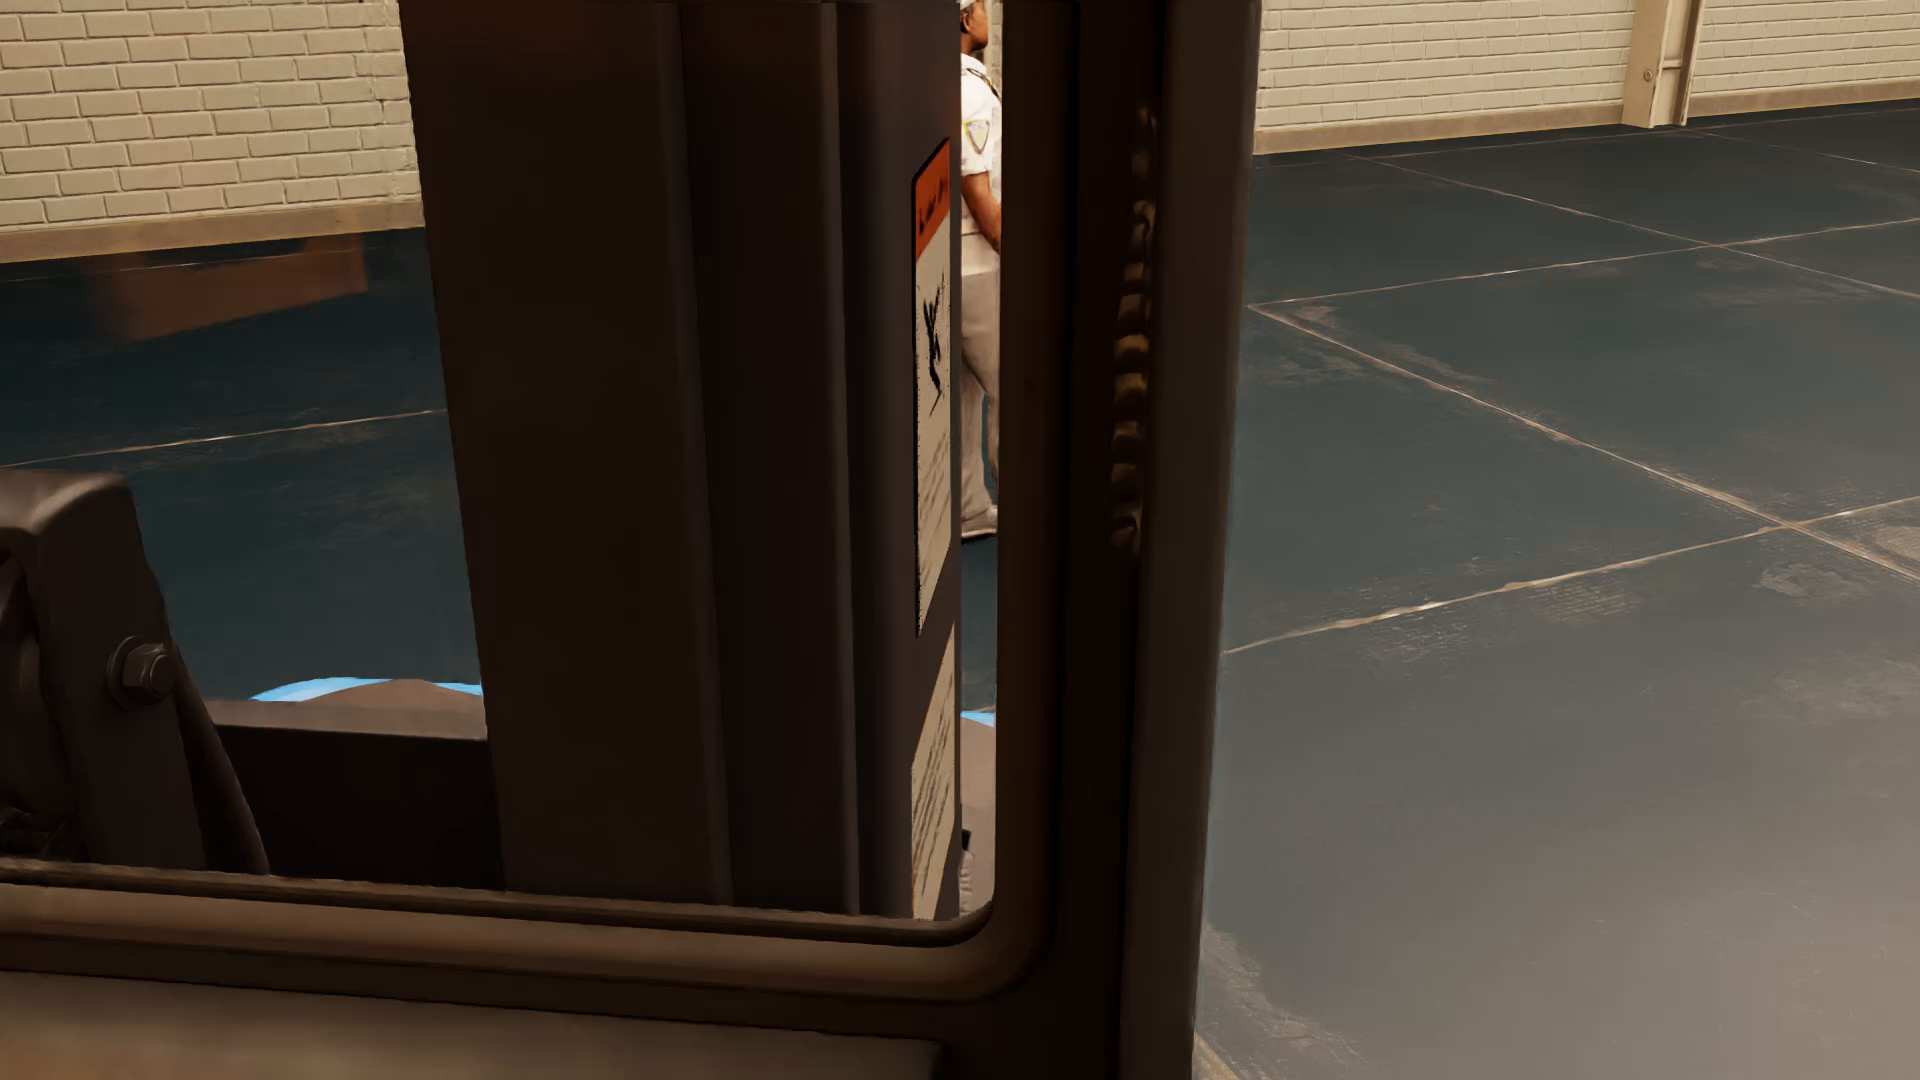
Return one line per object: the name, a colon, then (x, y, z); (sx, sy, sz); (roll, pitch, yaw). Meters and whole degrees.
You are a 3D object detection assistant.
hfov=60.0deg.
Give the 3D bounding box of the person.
person: (0.076, -0.794, 4.791); (0.530, 1.695, 0.569); (-10, 25, -23)
